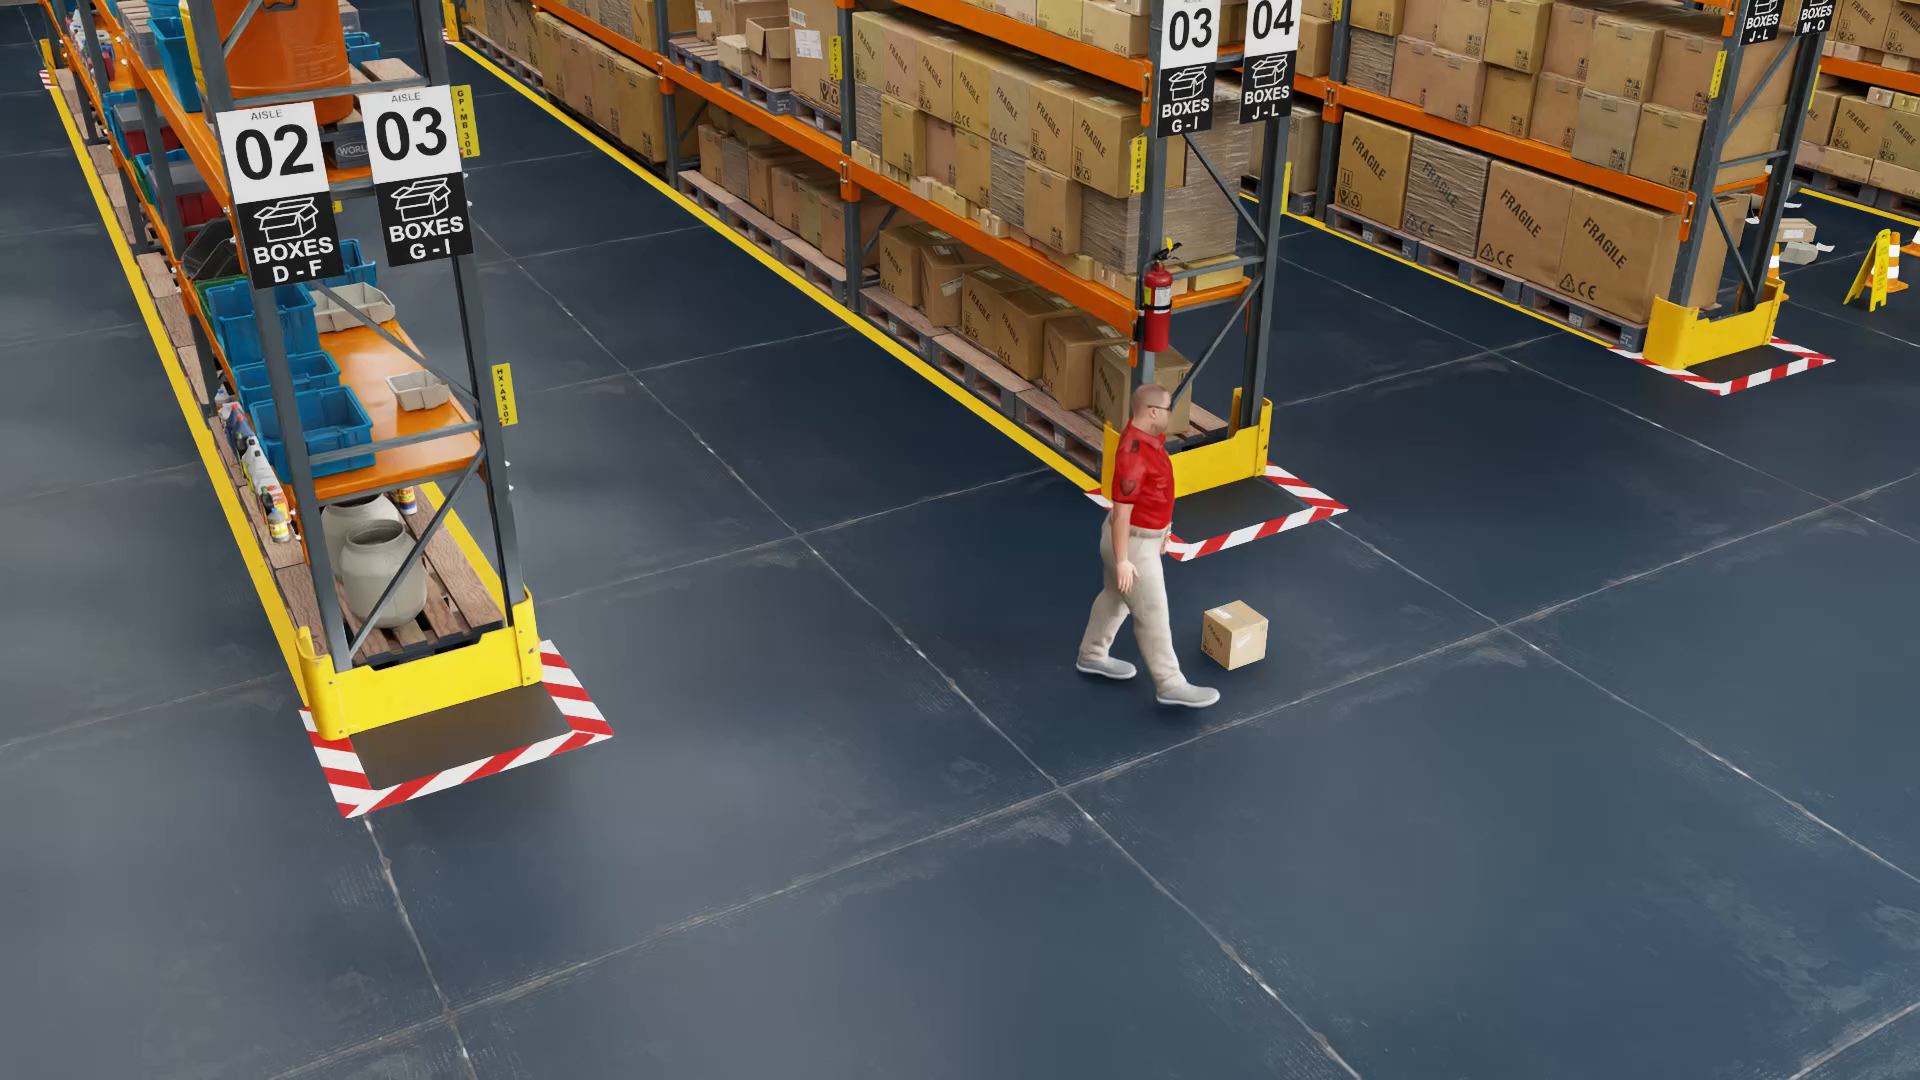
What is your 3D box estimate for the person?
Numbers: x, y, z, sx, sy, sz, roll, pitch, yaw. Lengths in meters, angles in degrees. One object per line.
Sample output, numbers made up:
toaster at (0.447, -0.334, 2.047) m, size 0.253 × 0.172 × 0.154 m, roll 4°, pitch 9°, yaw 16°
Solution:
person at (1.003, 0.016, 8.522) m, size 0.777 × 1.701 × 0.587 m, roll 4°, pitch 29°, yaw 8°
